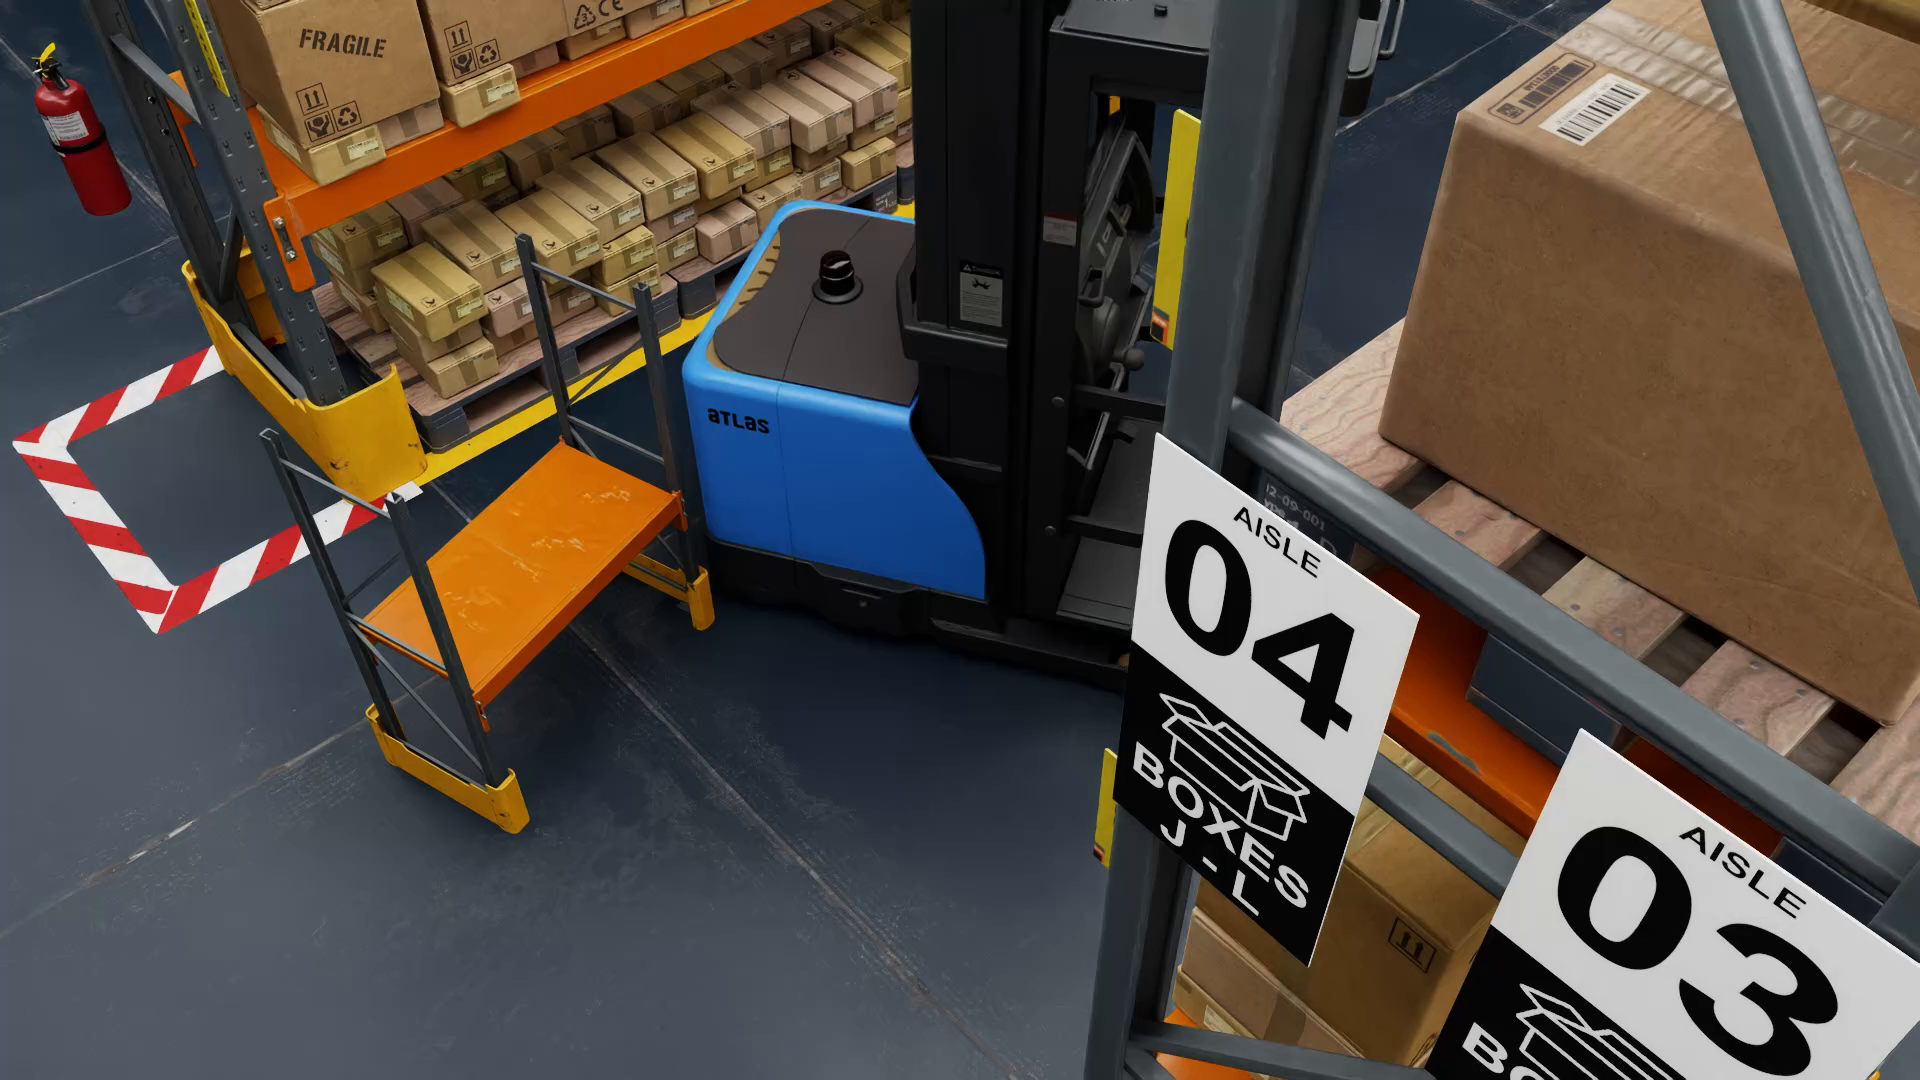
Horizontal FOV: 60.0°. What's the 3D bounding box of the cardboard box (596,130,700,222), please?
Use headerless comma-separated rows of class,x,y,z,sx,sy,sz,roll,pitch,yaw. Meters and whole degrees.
cardboard box,-1.284,-1.502,6.844,0.250,0.149,0.380,-32,55,-26

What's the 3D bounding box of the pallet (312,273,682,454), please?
pallet,-1.954,-0.968,7.000,1.213,0.211,1.003,-34,56,-27

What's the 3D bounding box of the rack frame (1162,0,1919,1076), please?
rack frame,0.627,-0.781,0.848,0.127,3.000,1.000,-34,56,-27

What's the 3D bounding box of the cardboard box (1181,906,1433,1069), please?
cardboard box,0.807,0.819,3.353,0.500,0.250,0.500,-35,56,-28

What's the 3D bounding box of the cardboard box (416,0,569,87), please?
cardboard box,-1.738,-1.979,5.765,0.500,0.500,0.500,-34,56,-27

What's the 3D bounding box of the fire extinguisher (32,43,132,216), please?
fire extinguisher,-3.132,-1.468,5.870,0.183,0.674,0.296,-34,56,-27

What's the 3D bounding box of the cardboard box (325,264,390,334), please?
cardboard box,-2.386,-1.043,6.826,0.250,0.149,0.380,-33,55,-27

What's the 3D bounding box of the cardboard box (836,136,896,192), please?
cardboard box,-0.502,-1.756,7.484,0.250,0.149,0.380,-34,56,-27

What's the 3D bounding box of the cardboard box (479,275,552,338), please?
cardboard box,-1.834,-0.995,6.579,0.250,0.149,0.380,-34,56,-27

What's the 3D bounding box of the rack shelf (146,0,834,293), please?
rack shelf,-1.155,-2.239,6.764,4.000,0.370,1.077,-34,56,-27

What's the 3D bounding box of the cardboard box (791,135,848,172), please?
cardboard box,-0.712,-1.808,7.329,0.380,0.149,0.250,36,57,29

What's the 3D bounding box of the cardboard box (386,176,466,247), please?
cardboard box,-2.189,-1.364,6.717,0.250,0.149,0.380,-33,55,-26

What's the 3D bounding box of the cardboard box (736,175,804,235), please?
cardboard box,-0.896,-1.527,7.272,0.250,0.149,0.380,-34,56,-27

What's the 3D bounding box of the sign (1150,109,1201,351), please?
sign,0.272,-0.340,1.933,0.005,0.325,0.100,-34,56,-27

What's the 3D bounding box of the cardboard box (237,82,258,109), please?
cardboard box,-2.584,-1.724,5.970,0.250,0.149,0.380,-34,56,-27

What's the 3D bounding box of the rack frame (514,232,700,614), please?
rack frame,-1.136,-0.328,5.532,0.500,1.500,0.032,24,52,21

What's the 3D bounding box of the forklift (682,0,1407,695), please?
forklift,0.664,-0.845,5.035,3.031,2.935,1.130,12,49,11

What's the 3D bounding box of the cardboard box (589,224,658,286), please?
cardboard box,-1.450,-1.232,6.797,0.250,0.149,0.380,-32,55,-26

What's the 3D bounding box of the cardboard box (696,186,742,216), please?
cardboard box,-1.144,-1.571,7.110,0.250,0.149,0.380,-31,54,-25

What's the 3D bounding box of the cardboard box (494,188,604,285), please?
cardboard box,-1.623,-1.202,6.568,0.250,0.149,0.380,-34,56,-27

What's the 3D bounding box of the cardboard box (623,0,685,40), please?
cardboard box,-1.261,-2.073,6.293,0.250,0.149,0.380,-35,56,-28

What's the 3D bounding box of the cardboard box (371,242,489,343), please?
cardboard box,-2.019,-0.946,6.331,0.250,0.149,0.380,-36,57,-29

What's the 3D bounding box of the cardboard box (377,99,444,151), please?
cardboard box,-2.014,-1.539,5.800,0.250,0.149,0.380,-32,55,-26

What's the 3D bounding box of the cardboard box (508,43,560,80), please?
cardboard box,-1.680,-1.846,6.083,0.250,0.149,0.380,-31,55,-26

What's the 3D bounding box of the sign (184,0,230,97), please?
sign,-2.270,-1.493,4.997,0.005,0.325,0.100,-34,56,-27

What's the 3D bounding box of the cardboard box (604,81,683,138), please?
cardboard box,-1.418,-1.888,7.200,0.250,0.149,0.380,-36,57,-28

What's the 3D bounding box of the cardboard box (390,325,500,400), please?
cardboard box,-2.032,-0.755,6.559,0.250,0.149,0.380,-33,55,-26

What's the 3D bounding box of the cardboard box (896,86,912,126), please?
cardboard box,-0.324,-2.066,7.567,0.250,0.149,0.380,-33,55,-27

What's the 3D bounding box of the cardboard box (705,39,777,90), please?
cardboard box,-1.034,-2.133,7.427,0.250,0.149,0.380,-36,57,-28

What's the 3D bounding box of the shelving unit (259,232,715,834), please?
shelving unit,-1.405,-0.003,5.232,0.587,1.500,1.083,24,52,21

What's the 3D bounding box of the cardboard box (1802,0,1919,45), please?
cardboard box,1.473,-0.473,2.183,0.500,0.500,0.700,-36,57,-28

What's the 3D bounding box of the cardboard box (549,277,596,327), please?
cardboard box,-1.714,-1.055,6.837,0.250,0.149,0.380,-33,55,-27

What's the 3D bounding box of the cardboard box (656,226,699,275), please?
cardboard box,-1.327,-1.300,7.062,0.250,0.149,0.380,-34,56,-27

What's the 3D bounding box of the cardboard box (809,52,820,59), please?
cardboard box,-0.644,-2.297,7.780,0.380,0.149,0.250,36,57,29

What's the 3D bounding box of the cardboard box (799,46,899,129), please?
cardboard box,-0.488,-1.987,7.292,0.380,0.149,0.250,36,57,29

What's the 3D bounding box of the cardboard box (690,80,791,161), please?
cardboard box,-0.937,-1.784,7.104,0.250,0.149,0.380,-34,56,-27

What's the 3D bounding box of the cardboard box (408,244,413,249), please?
cardboard box,-2.207,-1.287,6.848,0.250,0.149,0.380,-35,56,-28

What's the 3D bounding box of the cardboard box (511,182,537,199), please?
cardboard box,-1.785,-1.522,7.065,0.250,0.149,0.380,-34,56,-28

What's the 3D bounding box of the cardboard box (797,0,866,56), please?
cardboard box,-0.645,-2.394,7.668,0.250,0.149,0.380,-35,56,-28

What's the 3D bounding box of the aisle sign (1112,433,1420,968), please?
aisle sign,0.372,0.244,2.215,0.004,0.787,0.394,-34,56,-27

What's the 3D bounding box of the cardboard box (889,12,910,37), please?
cardboard box,-0.105,-2.257,7.541,0.250,0.149,0.380,-34,56,-27

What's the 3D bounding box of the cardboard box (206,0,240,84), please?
cardboard box,-2.476,-1.991,5.776,0.500,0.500,0.500,-33,55,-26

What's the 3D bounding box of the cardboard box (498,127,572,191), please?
cardboard box,-1.849,-1.655,6.985,0.250,0.149,0.380,-36,57,-28

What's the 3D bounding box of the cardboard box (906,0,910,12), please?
cardboard box,-0.313,-2.688,7.938,0.250,0.149,0.380,-31,55,-26

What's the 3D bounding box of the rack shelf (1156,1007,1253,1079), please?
rack shelf,2.107,0.508,4.230,4.000,0.370,1.077,-34,56,-27

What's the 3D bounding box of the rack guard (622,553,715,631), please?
rack guard,-1.146,0.108,5.980,0.587,0.250,0.087,24,52,21

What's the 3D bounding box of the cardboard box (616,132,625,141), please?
cardboard box,-1.477,-1.824,7.344,0.250,0.149,0.380,-31,55,-25

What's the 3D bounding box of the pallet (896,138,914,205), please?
pallet,-0.149,-2.175,8.113,1.213,0.211,1.003,-34,56,-27
